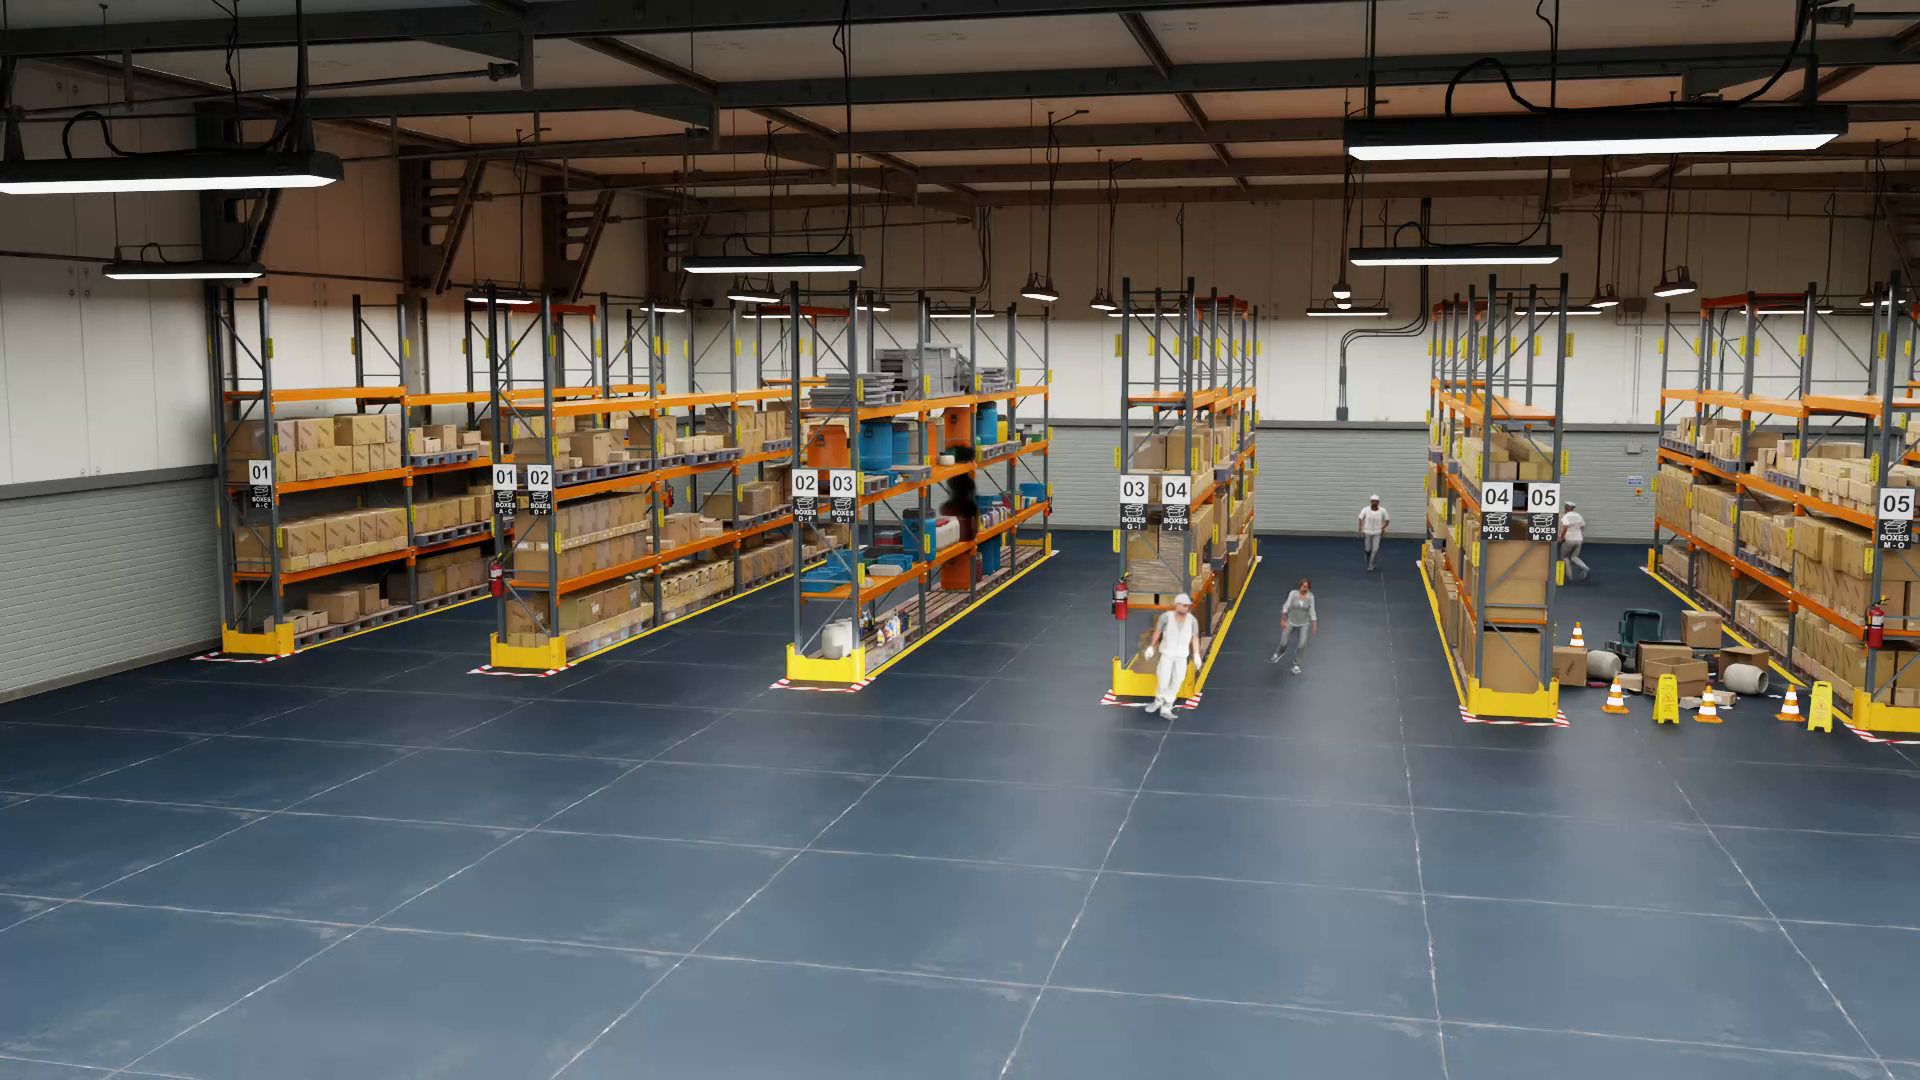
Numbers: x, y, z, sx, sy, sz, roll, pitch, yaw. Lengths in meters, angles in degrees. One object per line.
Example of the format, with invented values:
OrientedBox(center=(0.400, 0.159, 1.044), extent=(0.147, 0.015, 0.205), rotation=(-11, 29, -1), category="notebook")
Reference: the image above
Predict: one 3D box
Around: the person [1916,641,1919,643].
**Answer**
OrientedBox(center=(15.586, 1.157, 27.207), extent=(0.603, 1.483, 0.764), rotation=(0, 7, -4), category="person")

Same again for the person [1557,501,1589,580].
OrientedBox(center=(13.301, 0.028, 36.025), extent=(0.658, 1.720, 0.775), rotation=(-2, 7, -19), category="person")

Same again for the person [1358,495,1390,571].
OrientedBox(center=(9.354, -0.164, 37.615), extent=(0.695, 1.724, 0.624), rotation=(2, 7, 15), category="person")

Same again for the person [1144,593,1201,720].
OrientedBox(center=(2.877, 1.568, 22.435), extent=(0.686, 1.752, 0.596), rotation=(-1, 7, -10), category="person")

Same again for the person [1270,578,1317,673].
OrientedBox(center=(5.174, 1.298, 25.737), extent=(0.665, 1.500, 0.685), rotation=(1, 7, 7), category="person")
